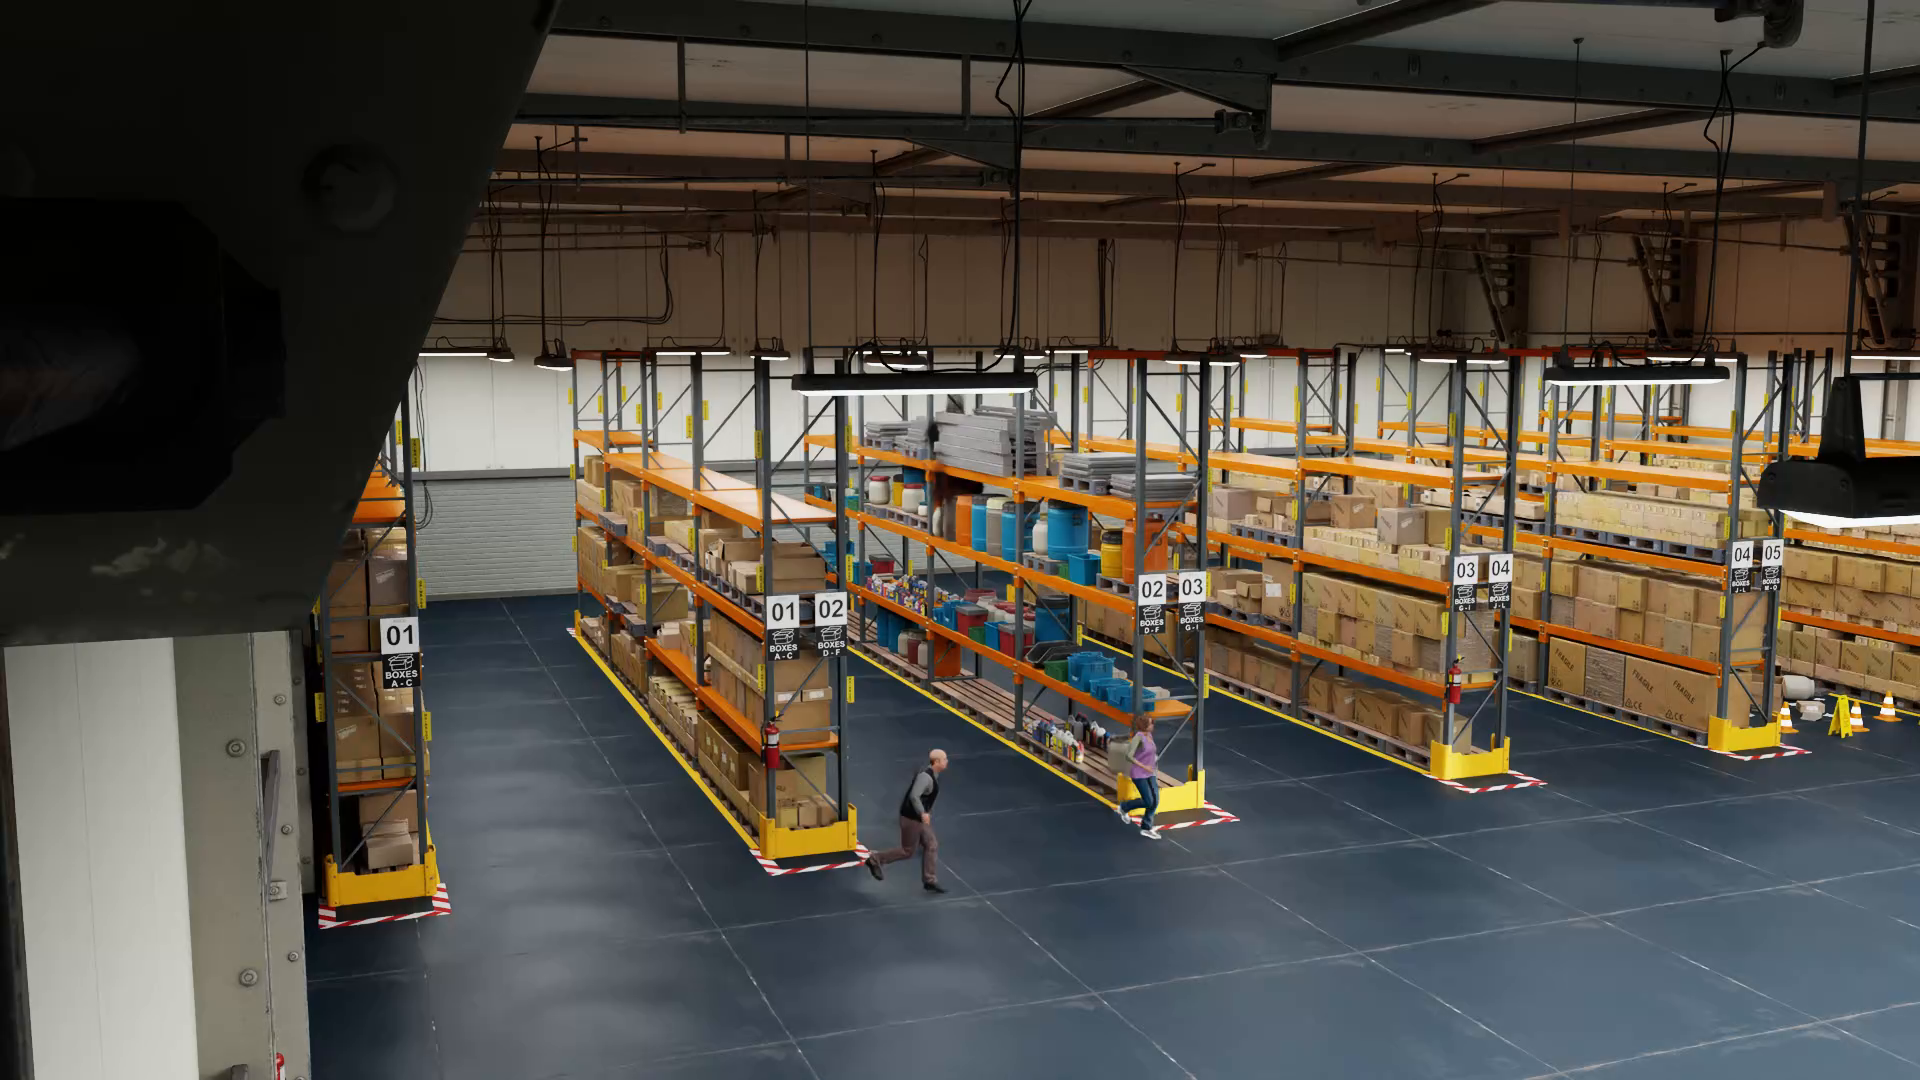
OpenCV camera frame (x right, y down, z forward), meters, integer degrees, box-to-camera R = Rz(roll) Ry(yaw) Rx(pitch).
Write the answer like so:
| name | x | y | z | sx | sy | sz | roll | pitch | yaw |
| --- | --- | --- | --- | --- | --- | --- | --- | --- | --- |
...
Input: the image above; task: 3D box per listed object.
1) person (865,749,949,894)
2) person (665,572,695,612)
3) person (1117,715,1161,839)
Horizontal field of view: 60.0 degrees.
| name | x | y | z | sx | sy | sz | roll | pitch | yaw |
| --- | --- | --- | --- | --- | --- | --- | --- | --- | --- |
| person | -0.604 | 3.190 | 18.903 | 0.954 | 1.678 | 0.676 | 0 | 7 | 0 |
| person | -5.931 | 1.036 | 35.778 | 0.706 | 1.823 | 0.768 | -7 | 10 | -43 |
| person | 2.269 | 2.970 | 20.977 | 0.601 | 1.580 | 0.576 | 5 | 9 | 35 |
